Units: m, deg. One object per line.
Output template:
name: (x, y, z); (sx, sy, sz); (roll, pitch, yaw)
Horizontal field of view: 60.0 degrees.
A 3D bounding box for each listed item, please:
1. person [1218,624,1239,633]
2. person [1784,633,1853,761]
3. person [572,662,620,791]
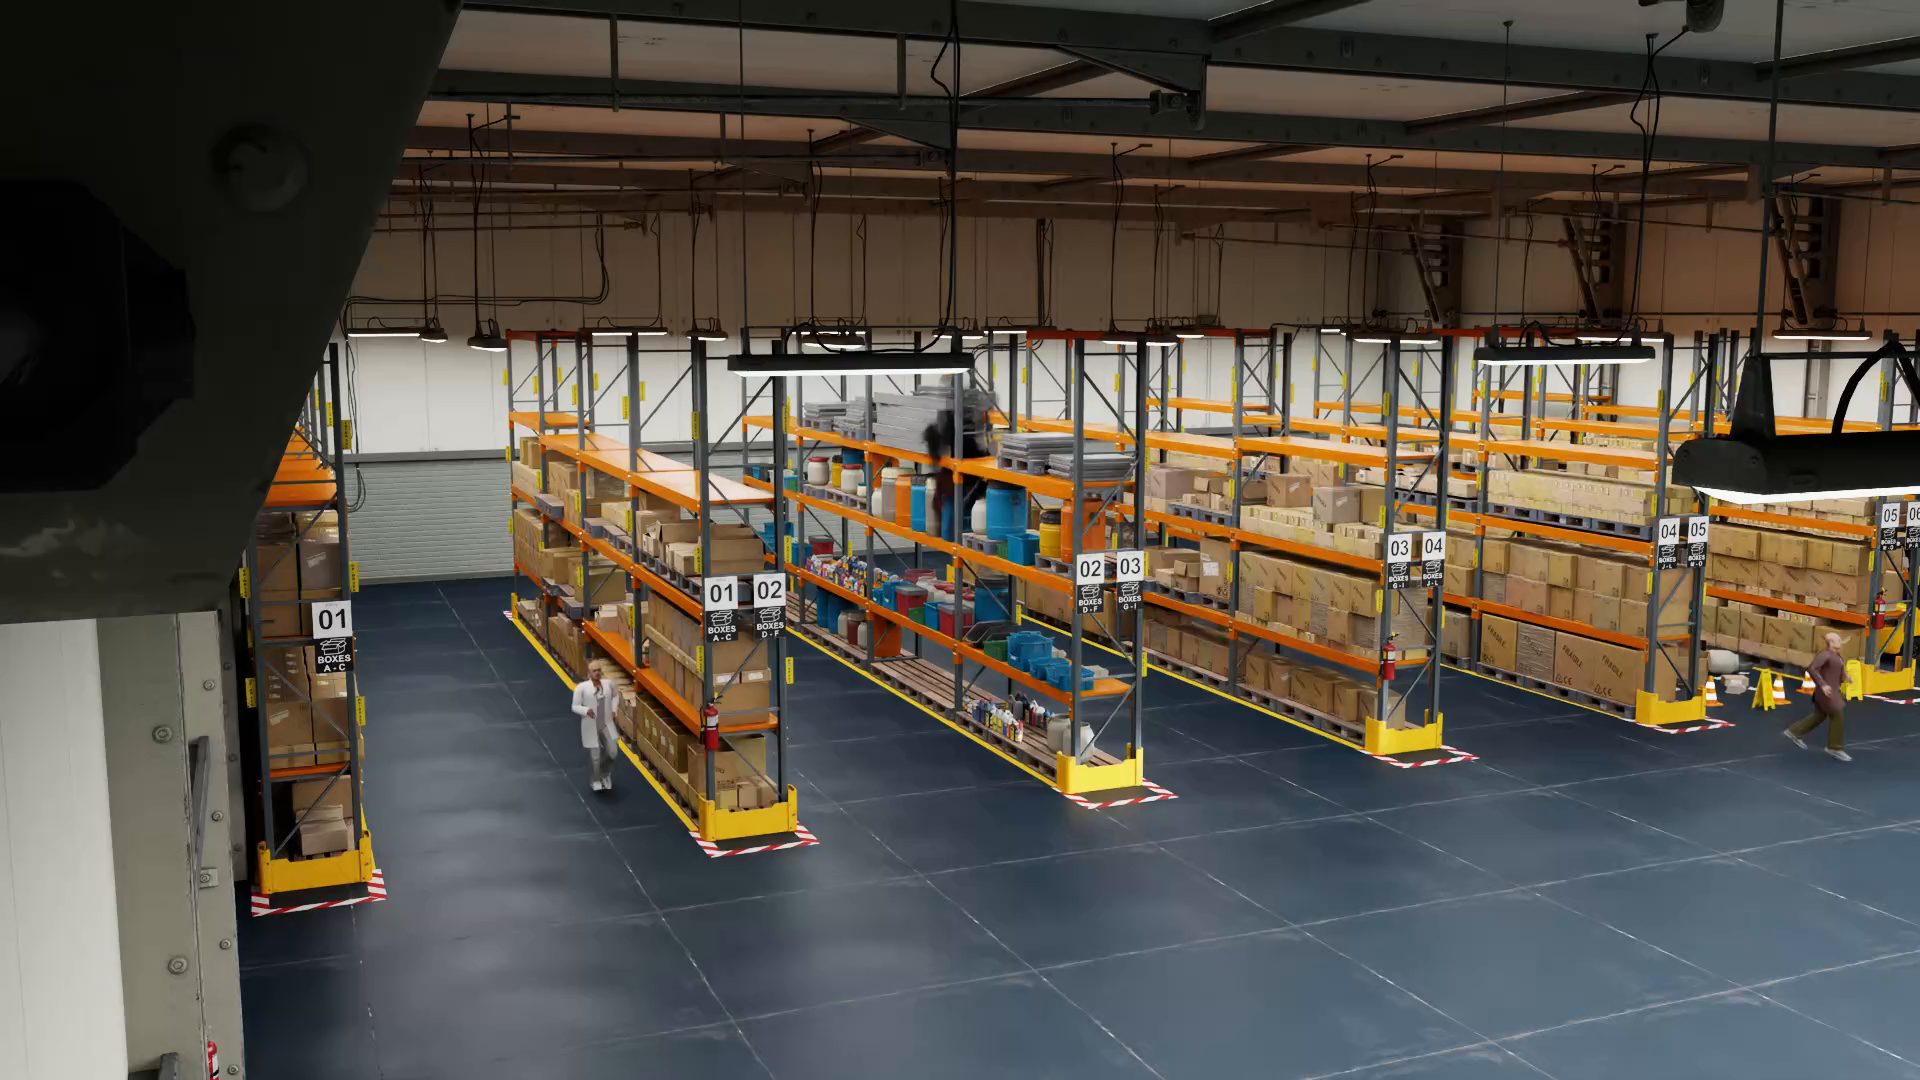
person: (5.279, 1.126, 32.004); (0.658, 1.738, 0.601); (-5, 9, -31)
person: (12.365, 2.218, 23.867); (0.920, 1.812, 0.700); (5, 9, 32)
person: (-4.754, 2.485, 21.958); (0.687, 1.751, 0.690); (-4, 9, -27)
